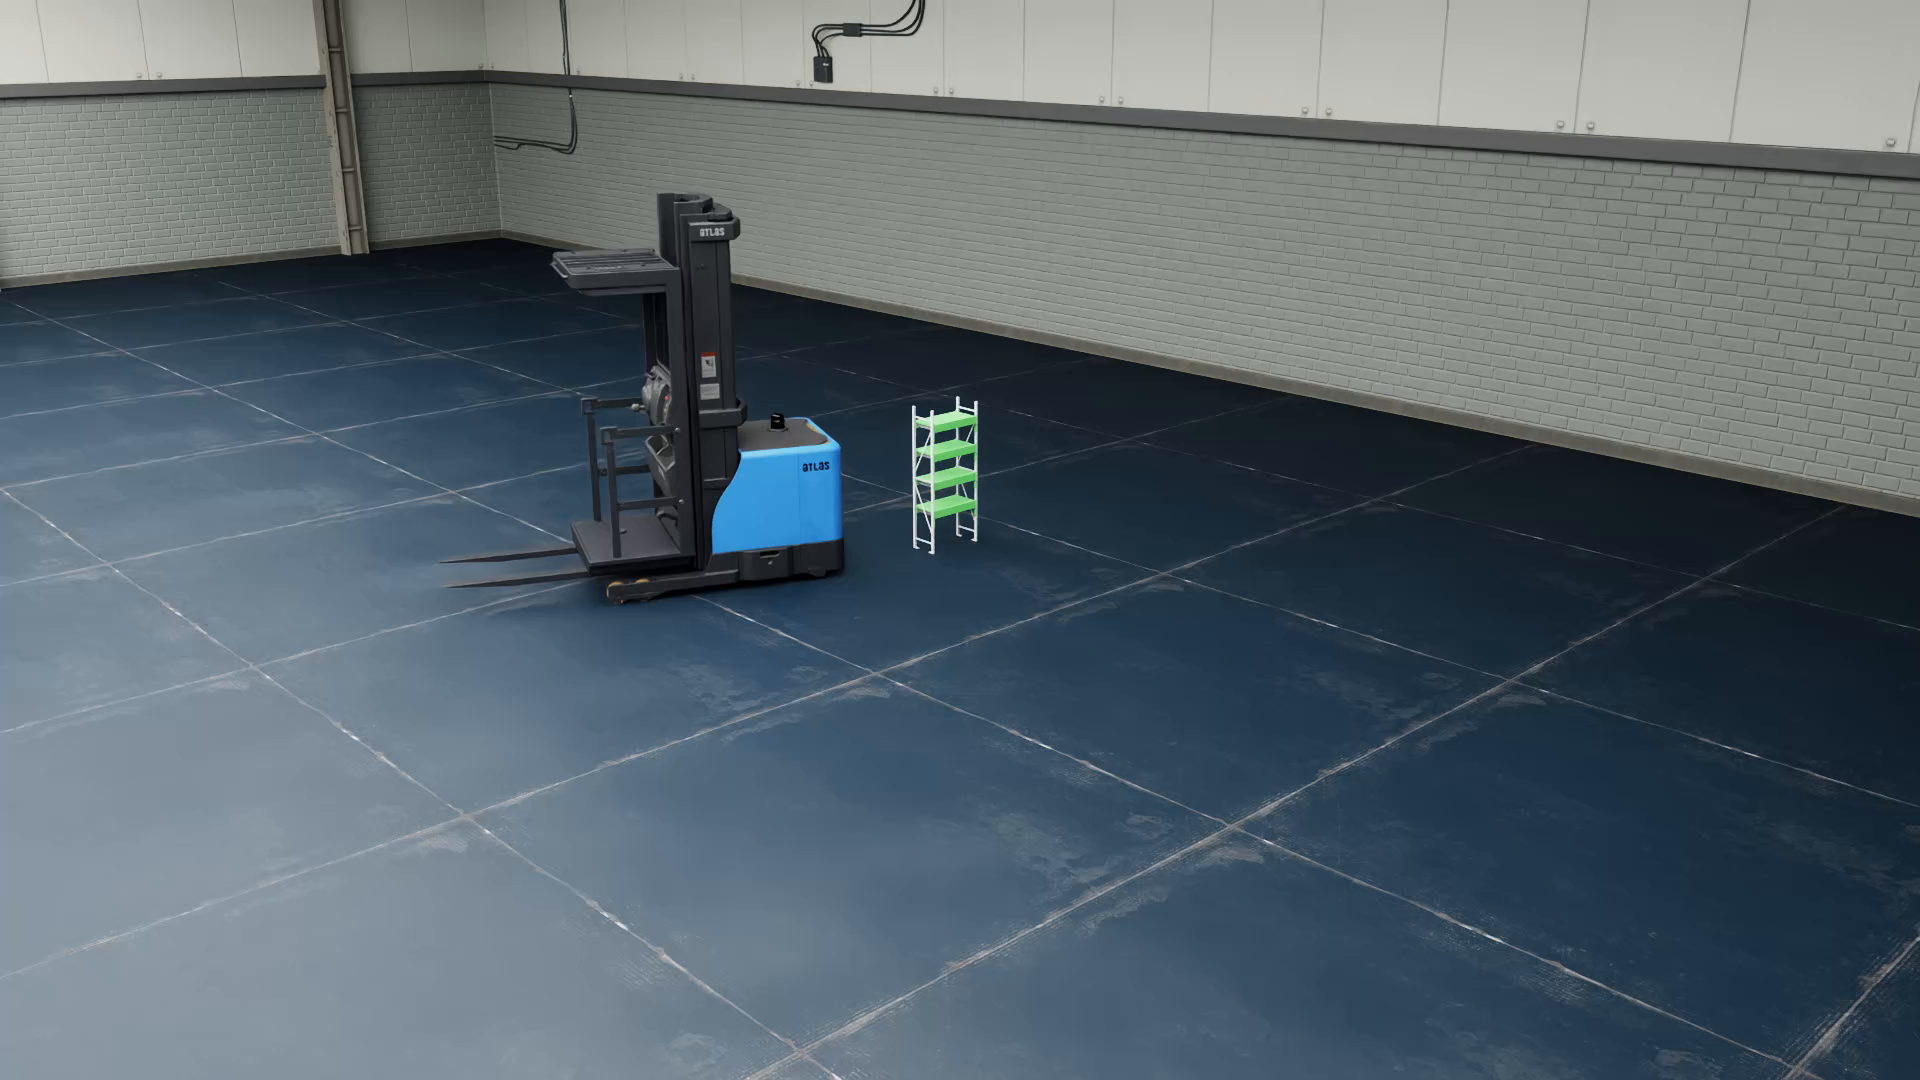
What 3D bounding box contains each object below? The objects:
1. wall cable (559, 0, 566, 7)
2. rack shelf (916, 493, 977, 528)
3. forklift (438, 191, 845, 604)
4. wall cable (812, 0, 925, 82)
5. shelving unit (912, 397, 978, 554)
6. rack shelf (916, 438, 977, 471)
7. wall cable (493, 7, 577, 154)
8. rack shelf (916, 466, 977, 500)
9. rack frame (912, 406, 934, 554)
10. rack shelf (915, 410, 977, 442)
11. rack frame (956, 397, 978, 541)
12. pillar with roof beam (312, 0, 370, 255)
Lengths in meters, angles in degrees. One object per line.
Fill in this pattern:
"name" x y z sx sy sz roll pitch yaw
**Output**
"wall cable" -5.951 -10.076 27.319 0.112 2.526 3.097 -16 24 -41
"rack shelf" -0.120 -0.247 13.785 0.480 0.148 0.258 -16 24 -41
"forklift" -2.482 -1.095 12.611 3.031 2.935 1.130 -6 19 -19
"wall cable" -1.299 -9.244 22.392 0.169 6.003 2.305 -16 24 -41
"shelving unit" -0.120 -0.536 13.691 0.503 1.200 0.258 -16 24 -41
"rack shelf" -0.120 -0.703 13.637 0.480 0.148 0.258 -16 24 -41
"wall cable" -7.809 -8.280 29.968 0.112 2.526 3.097 -16 24 -41
"rack shelf" -0.120 -0.475 13.711 0.480 0.148 0.258 -16 24 -41
"rack frame" -0.298 -0.484 13.532 0.015 1.200 0.240 -16 24 -41
"rack shelf" -0.120 -0.931 13.563 0.480 0.148 0.258 -16 24 -41
"rack frame" 0.057 -0.587 13.851 0.015 1.200 0.240 -16 24 -41
"pillar with roof beam" -7.901 -8.465 25.502 0.400 9.000 9.100 -16 24 -41
